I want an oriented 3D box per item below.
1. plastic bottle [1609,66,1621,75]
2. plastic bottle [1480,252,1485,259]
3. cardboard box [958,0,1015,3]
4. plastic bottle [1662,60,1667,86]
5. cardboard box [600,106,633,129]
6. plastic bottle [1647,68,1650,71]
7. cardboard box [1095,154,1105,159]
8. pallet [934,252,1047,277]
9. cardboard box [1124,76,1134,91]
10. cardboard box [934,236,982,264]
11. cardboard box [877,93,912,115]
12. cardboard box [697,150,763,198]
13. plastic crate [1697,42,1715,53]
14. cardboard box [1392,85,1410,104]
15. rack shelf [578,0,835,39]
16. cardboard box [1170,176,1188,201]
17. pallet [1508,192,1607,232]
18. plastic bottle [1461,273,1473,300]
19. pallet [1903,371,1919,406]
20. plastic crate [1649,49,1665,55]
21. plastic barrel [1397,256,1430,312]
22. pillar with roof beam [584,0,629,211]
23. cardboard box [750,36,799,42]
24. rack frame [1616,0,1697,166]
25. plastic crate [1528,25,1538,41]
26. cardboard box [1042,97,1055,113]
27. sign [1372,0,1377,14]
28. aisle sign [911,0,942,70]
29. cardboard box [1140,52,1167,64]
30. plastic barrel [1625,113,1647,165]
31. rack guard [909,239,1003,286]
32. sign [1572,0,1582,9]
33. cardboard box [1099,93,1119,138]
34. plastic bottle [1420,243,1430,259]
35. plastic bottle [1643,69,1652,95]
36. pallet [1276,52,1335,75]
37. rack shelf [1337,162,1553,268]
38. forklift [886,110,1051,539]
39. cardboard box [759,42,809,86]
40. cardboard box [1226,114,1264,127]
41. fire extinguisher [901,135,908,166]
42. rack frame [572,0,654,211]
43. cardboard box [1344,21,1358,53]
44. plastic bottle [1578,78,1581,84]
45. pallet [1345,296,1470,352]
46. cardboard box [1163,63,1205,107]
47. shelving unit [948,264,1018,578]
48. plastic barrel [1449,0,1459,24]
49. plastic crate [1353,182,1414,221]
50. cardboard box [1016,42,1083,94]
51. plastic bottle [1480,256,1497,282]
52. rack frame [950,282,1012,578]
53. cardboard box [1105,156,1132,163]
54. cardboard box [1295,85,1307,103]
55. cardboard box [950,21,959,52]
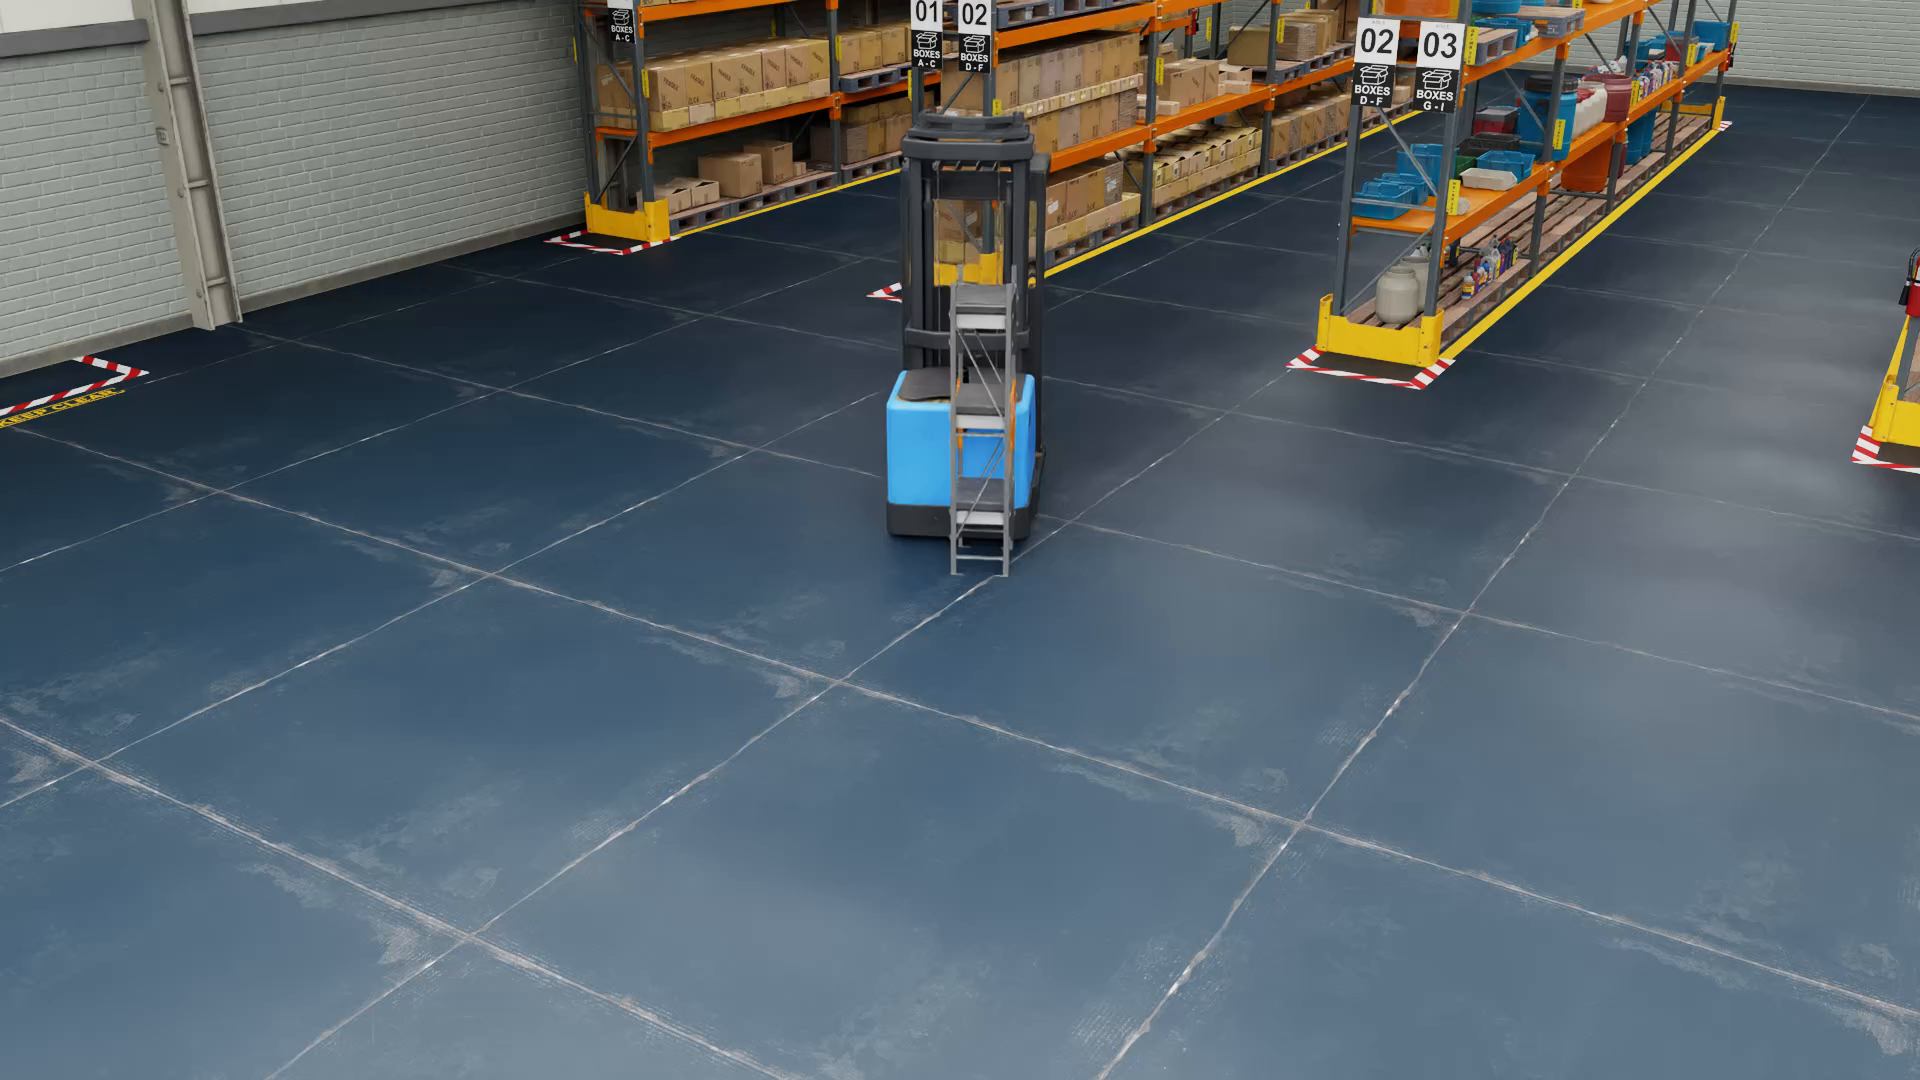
[{"bbox_3d":[9.536,-6.757,24.239,0.152,0.276,0.135,14,27,29],"label":"plastic bottle"},{"bbox_3d":[5.776,-3.051,18.388,0.061,0.283,0.133,14,27,29],"label":"plastic bottle"},{"bbox_3d":[0.234,-6.098,17.950,0.797,0.503,0.637,16,28,33],"label":"cardboard box"},{"bbox_3d":[10.257,-6.833,24.321,0.144,0.351,0.185,14,27,29],"label":"plastic bottle"},{"bbox_3d":[-4.201,-5.399,21.111,0.500,0.250,0.500,14,27,30],"label":"cardboard box"},{"bbox_3d":[9.956,-6.701,24.116,0.097,0.271,0.097,0,23,0],"label":"plastic bottle"},{"bbox_3d":[1.527,-4.758,21.454,0.500,0.500,0.500,14,27,29],"label":"cardboard box"},{"bbox_3d":[0.295,-3.211,19.402,1.003,0.211,1.213,14,27,29],"label":"pallet"},{"bbox_3d":[1.944,-5.698,20.694,0.380,0.149,0.250,13,27,28],"label":"cardboard box"},{"bbox_3d":[-0.041,-3.398,19.255,0.500,0.250,0.500,14,27,29],"label":"cardboard box"},{"bbox_3d":[-1.020,-6.752,25.720,0.500,0.250,0.500,14,27,29],"label":"cardboard box"},{"bbox_3d":[-3.112,-4.960,22.524,0.700,0.500,0.500,12,26,26],"label":"cardboard box"},{"bbox_3d":[12.297,-8.178,27.622,0.396,0.136,0.243,14,27,29],"label":"plastic crate"},{"bbox_3d":[7.763,-8.015,29.895,0.500,0.250,0.500,14,27,29],"label":"cardboard box"},{"bbox_3d":[-3.228,-6.982,21.733,1.077,0.370,4.000,14,27,29],"label":"rack shelf"},{"bbox_3d":[2.731,-4.761,22.405,0.500,0.250,0.500,15,27,30],"label":"cardboard box"},{"bbox_3d":[7.912,-4.352,22.037,1.003,0.211,1.213,14,27,29],"label":"pallet"},{"bbox_3d":[5.355,-2.681,17.548,0.097,0.271,0.097,0,23,0],"label":"plastic bottle"},{"bbox_3d":[8.840,-1.159,14.663,1.003,0.211,1.213,14,27,29],"label":"pallet"},{"bbox_3d":[11.127,-7.792,26.730,0.293,0.136,0.466,14,27,29],"label":"plastic crate"},{"bbox_3d":[4.680,-2.643,17.182,0.421,0.512,0.421,0,23,0],"label":"plastic barrel"},{"bbox_3d":[-0.991,-7.529,18.315,9.100,9.000,0.400,14,27,29],"label":"pillar with roof beam"},{"bbox_3d":[-2.598,-6.780,23.357,0.500,0.500,0.500,13,27,28],"label":"cardboard box"},{"bbox_3d":[10.463,-7.235,25.186,1.000,3.000,0.127,14,27,29],"label":"rack frame"},{"bbox_3d":[5.740,-5.164,16.959,0.243,0.136,0.396,14,27,29],"label":"plastic crate"},{"bbox_3d":[0.860,-5.004,19.090,0.380,0.149,0.250,13,27,27],"label":"cardboard box"},{"bbox_3d":[6.731,-8.690,27.091,0.100,0.325,0.005,14,27,29],"label":"sign"},{"bbox_3d":[-0.357,-5.456,17.806,0.394,0.787,0.004,14,27,29],"label":"aisle sign"},{"bbox_3d":[3.609,-9.280,32.530,0.700,0.500,0.500,14,27,29],"label":"cardboard box"},{"bbox_3d":[9.788,-6.045,24.552,0.600,0.901,0.708,14,27,29],"label":"plastic barrel"},{"bbox_3d":[-0.085,-3.069,18.709,1.175,0.500,0.348,14,27,29],"label":"rack guard"},{"bbox_3d":[6.705,-5.796,18.077,0.100,0.325,0.005,14,27,29],"label":"sign"},{"bbox_3d":[1.536,-5.289,20.567,0.700,0.500,0.500,14,27,28],"label":"cardboard box"},{"bbox_3d":[5.141,-3.128,18.481,0.144,0.351,0.185,14,27,29],"label":"plastic bottle"},{"bbox_3d":[9.676,-6.462,23.462,0.144,0.351,0.185,14,27,29],"label":"plastic bottle"},{"bbox_3d":[5.169,-7.493,26.025,1.003,0.211,1.213,14,27,29],"label":"pallet"},{"bbox_3d":[5.189,-3.530,17.533,1.077,0.370,4.000,14,27,29],"label":"rack shelf"},{"bbox_3d":[0.122,-1.898,12.945,1.130,2.935,3.031,2,24,5],"label":"forklift"},{"bbox_3d":[-2.418,-6.501,22.712,0.500,0.500,0.500,14,27,29],"label":"cardboard box"},{"bbox_3d":[4.441,-6.344,25.721,0.500,0.500,0.500,15,28,31],"label":"cardboard box"},{"bbox_3d":[-0.530,-4.246,18.379,0.296,0.674,0.183,14,27,29],"label":"fire extinguisher"},{"bbox_3d":[-4.283,-5.261,20.626,1.000,3.000,0.127,14,27,29],"label":"rack frame"},{"bbox_3d":[6.758,-8.435,27.833,0.500,0.500,0.500,15,27,30],"label":"cardboard box"},{"bbox_3d":[8.608,-6.296,23.180,0.097,0.271,0.097,0,23,0],"label":"plastic bottle"},{"bbox_3d":[4.567,-2.214,17.097,1.003,0.211,1.213,14,27,29],"label":"pallet"},{"bbox_3d":[2.998,-6.222,22.722,0.500,0.500,0.500,14,27,29],"label":"cardboard box"},{"bbox_3d":[0.161,-0.804,11.464,0.431,2.100,0.503,2,24,5],"label":"shelving unit"},{"bbox_3d":[4.627,-5.252,16.064,0.600,0.588,0.600,0,23,0],"label":"plastic barrel"},{"bbox_3d":[4.143,-3.348,16.395,0.499,0.251,0.616,14,27,29],"label":"plastic crate"},{"bbox_3d":[1.014,-5.556,19.549,0.700,0.500,0.500,14,27,29],"label":"cardboard box"},{"bbox_3d":[5.788,-2.981,18.235,0.152,0.276,0.135,14,27,30],"label":"plastic bottle"},{"bbox_3d":[0.137,-0.708,11.242,0.400,2.100,0.015,2,24,5],"label":"rack frame"},{"bbox_3d":[2.007,-4.959,22.156,0.500,0.311,0.500,14,27,29],"label":"cardboard box"},{"bbox_3d":[5.268,-7.223,26.808,0.500,0.250,0.500,14,27,29],"label":"cardboard box"},{"bbox_3d":[-0.303,-8.048,26.385,0.700,0.500,0.500,11,26,23],"label":"cardboard box"}]
